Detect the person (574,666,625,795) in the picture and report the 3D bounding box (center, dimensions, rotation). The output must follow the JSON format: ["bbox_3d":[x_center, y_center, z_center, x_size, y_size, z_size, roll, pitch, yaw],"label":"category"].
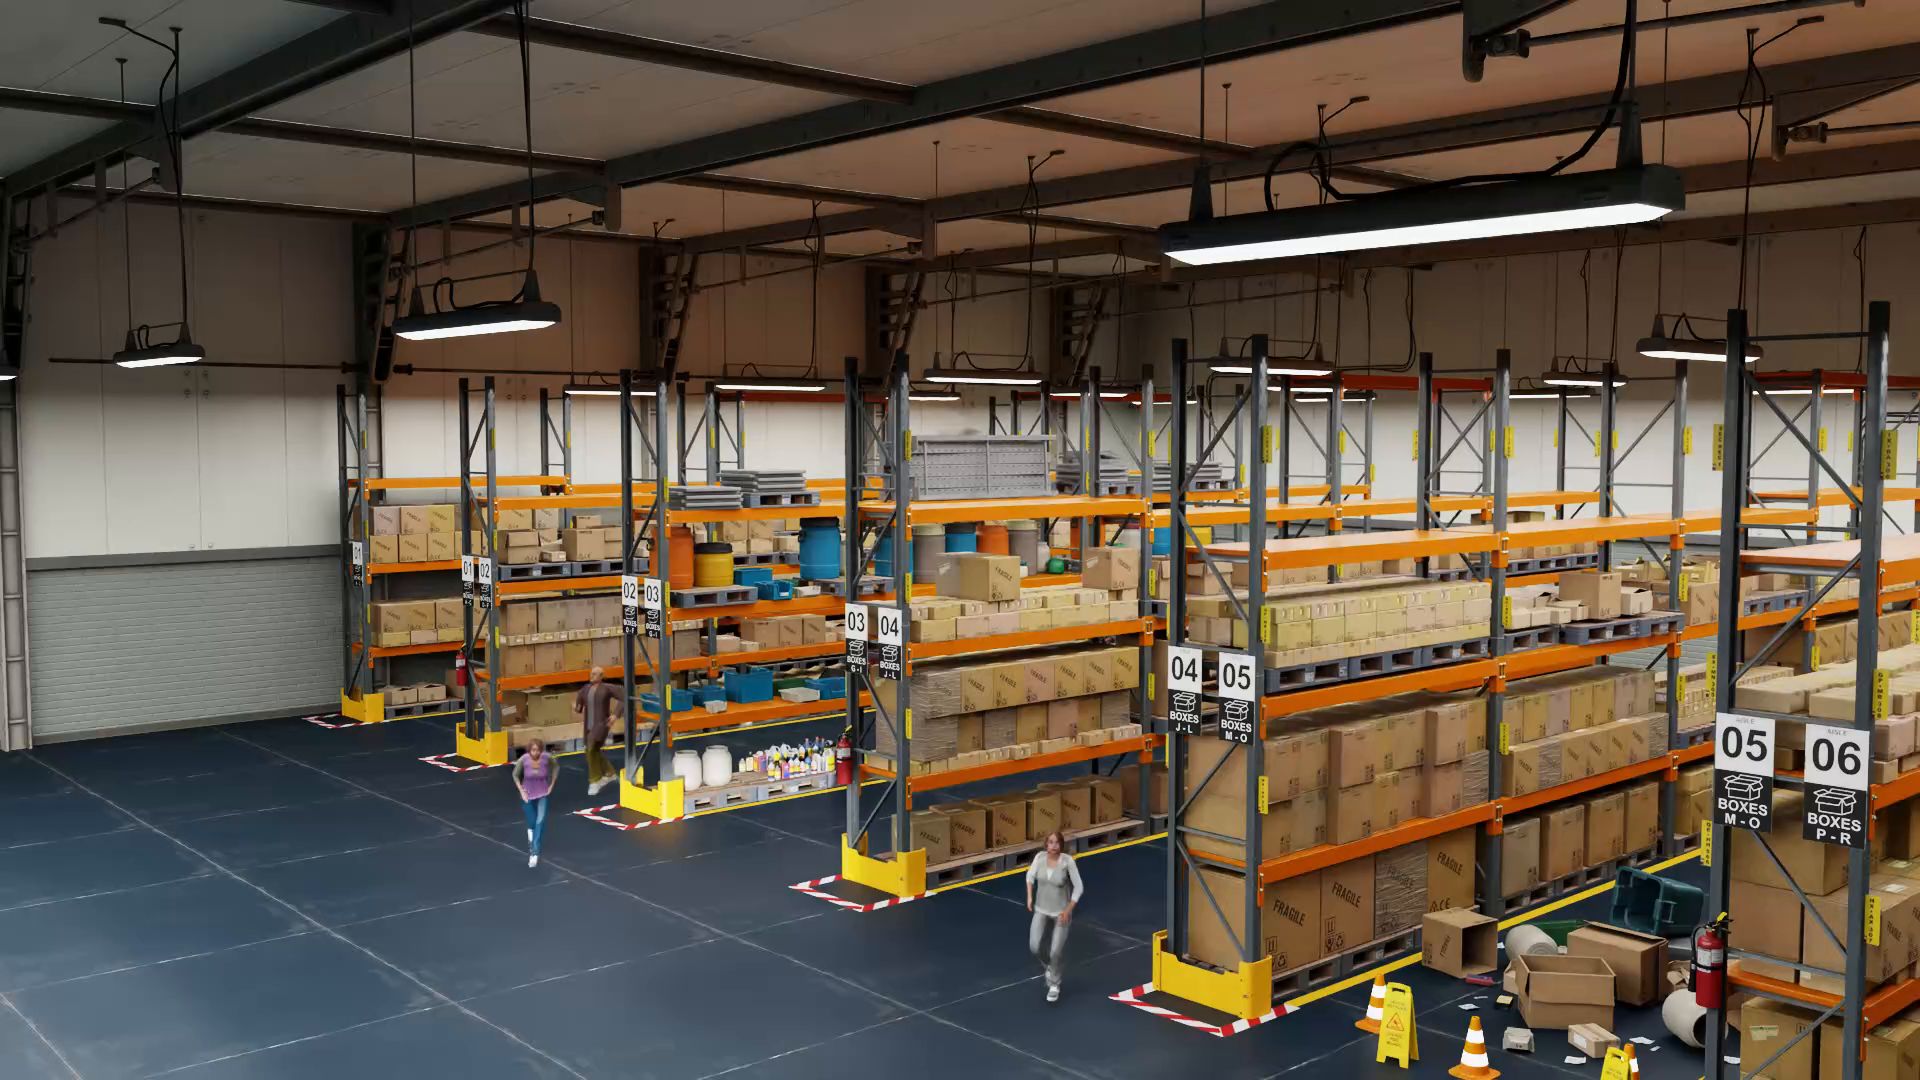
[{"bbox_3d":[-5.204,2.725,23.884,0.770,1.828,0.719,2,4,29],"label":"person"}]

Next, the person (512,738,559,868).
[{"bbox_3d":[-5.122,3.108,20.060,0.551,1.541,0.876,-1,4,-21],"label":"person"}]

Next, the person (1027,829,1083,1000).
[{"bbox_3d":[0.822,3.401,15.081,0.564,1.566,0.462,1,4,21],"label":"person"}]
